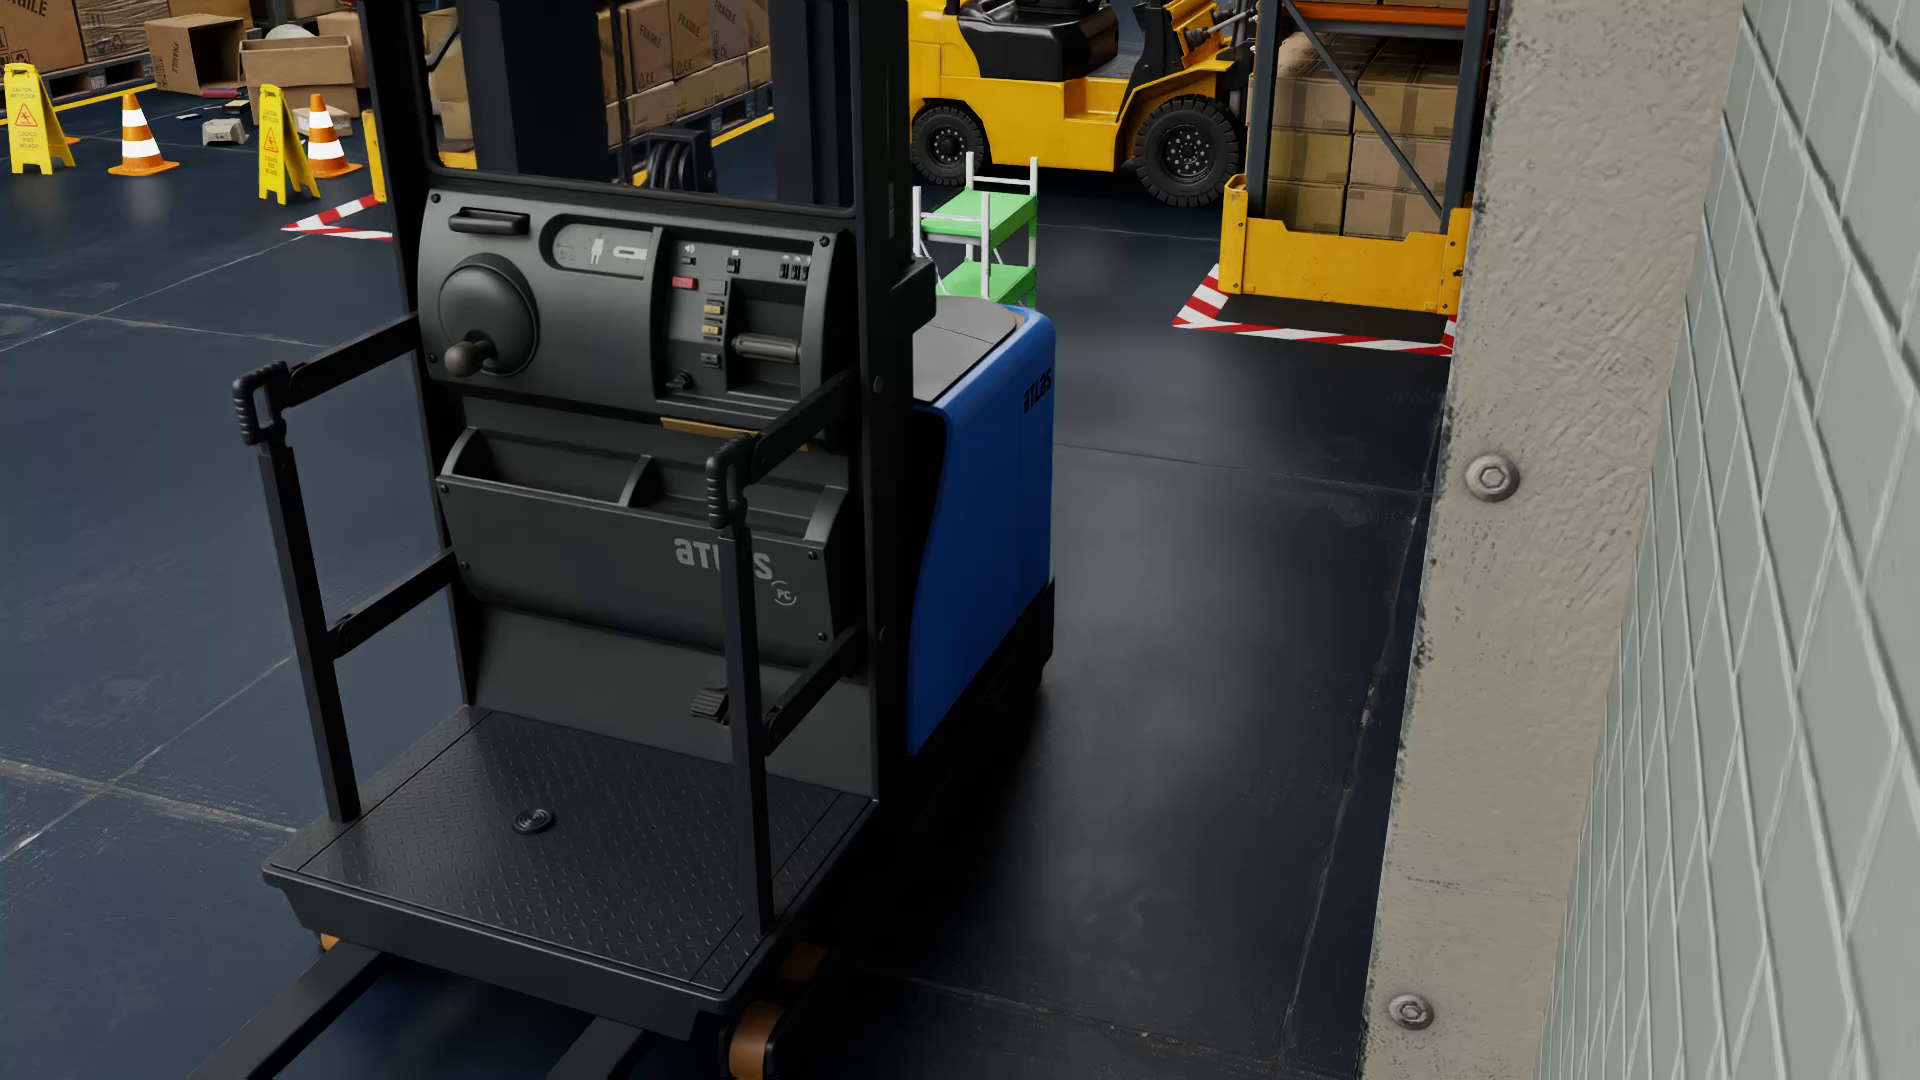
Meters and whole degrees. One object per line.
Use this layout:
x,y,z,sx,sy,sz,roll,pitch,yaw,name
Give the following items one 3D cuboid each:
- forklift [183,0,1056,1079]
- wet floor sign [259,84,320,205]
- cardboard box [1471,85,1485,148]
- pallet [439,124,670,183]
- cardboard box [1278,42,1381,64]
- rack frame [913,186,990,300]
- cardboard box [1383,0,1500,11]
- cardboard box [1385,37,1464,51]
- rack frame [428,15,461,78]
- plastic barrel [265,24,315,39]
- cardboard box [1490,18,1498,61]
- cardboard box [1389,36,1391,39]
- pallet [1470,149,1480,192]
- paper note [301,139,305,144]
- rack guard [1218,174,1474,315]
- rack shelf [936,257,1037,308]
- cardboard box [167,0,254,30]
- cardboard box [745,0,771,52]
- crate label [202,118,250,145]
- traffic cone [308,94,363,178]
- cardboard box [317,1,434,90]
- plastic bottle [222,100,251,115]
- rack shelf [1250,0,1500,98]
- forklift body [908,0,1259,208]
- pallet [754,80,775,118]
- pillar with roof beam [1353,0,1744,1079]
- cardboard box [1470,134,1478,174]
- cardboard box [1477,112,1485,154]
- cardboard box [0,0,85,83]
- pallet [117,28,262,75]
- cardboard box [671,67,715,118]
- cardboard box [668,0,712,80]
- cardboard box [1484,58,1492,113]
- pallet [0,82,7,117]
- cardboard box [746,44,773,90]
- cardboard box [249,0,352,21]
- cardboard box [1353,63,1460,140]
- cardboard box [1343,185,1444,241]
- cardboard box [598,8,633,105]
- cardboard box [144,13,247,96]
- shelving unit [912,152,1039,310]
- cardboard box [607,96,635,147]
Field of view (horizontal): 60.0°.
-0.749,-0.438,3.108,1.130,2.935,3.031,10,28,19,forklift
-3.902,-2.286,9.546,0.267,0.644,0.232,20,32,35,wet floor sign
2.544,-2.307,8.989,0.500,0.250,0.500,9,27,19,cardboard box
-2.501,-2.373,10.225,1.003,0.211,1.213,9,27,17,pallet
1.876,-2.396,8.600,0.500,0.250,0.500,9,27,18,cardboard box
-0.026,-0.508,5.238,0.240,1.200,0.015,9,27,17,rack frame
2.279,-2.758,7.706,0.500,0.500,0.500,10,27,19,cardboard box
2.530,-2.531,8.878,0.500,0.250,0.500,9,27,17,cardboard box
-2.830,-3.268,8.874,1.000,3.000,0.127,9,27,17,rack frame
-5.131,-3.740,12.805,0.421,0.421,0.512,-14,29,-27,plastic barrel
2.867,-2.948,9.740,0.500,0.250,0.500,9,27,18,cardboard box
2.210,-2.812,9.459,0.500,0.250,0.500,8,27,16,cardboard box
2.475,-2.115,9.692,1.003,0.211,1.213,9,27,17,pallet
-4.392,-2.609,10.920,0.148,0.019,0.142,0,26,-1,paper note
1.844,-1.415,7.915,1.175,0.500,0.348,9,27,17,rack guard
0.055,-0.767,5.369,0.258,0.148,0.480,9,27,17,rack shelf
-6.475,-4.573,13.525,0.875,0.875,0.875,9,27,18,cardboard box
-1.610,-3.710,11.599,0.500,0.500,0.500,9,27,18,cardboard box
-4.860,-2.697,10.979,0.250,0.136,0.298,-5,26,-9,crate label
-3.903,-2.490,10.178,0.336,0.463,0.334,9,27,17,traffic cone
-4.329,-3.680,12.434,0.797,0.637,0.503,9,27,17,cardboard box
-5.165,-3.106,11.911,0.133,0.061,0.283,0,26,-1,plastic bottle
2.518,-3.048,9.245,1.077,0.370,4.000,9,27,17,rack shelf
0.763,-3.212,9.732,2.313,2.155,1.214,9,27,17,forklift body
-1.689,-3.376,12.296,1.003,0.211,1.213,9,27,17,pallet
-3.122,-3.564,2.601,9.100,9.000,0.400,9,27,17,pillar with roof beam
2.552,-2.088,9.111,0.500,0.250,0.500,8,27,17,cardboard box
2.877,-2.502,9.965,0.500,0.250,0.500,9,27,18,cardboard box
-7.077,-3.827,11.985,0.875,0.875,0.875,8,27,17,cardboard box
-6.527,-4.032,13.652,1.003,0.211,1.213,9,27,17,pallet
-1.954,-2.946,10.882,0.500,0.250,0.500,11,28,21,cardboard box
-1.949,-3.279,10.709,0.500,0.500,0.500,9,27,18,cardboard box
2.889,-2.719,9.839,0.500,0.250,0.500,9,27,17,cardboard box
-7.339,-3.029,11.581,1.003,0.211,1.213,9,27,17,pallet
-1.610,-3.361,11.740,0.500,0.250,0.500,8,27,16,cardboard box
-6.078,-5.033,14.619,1.050,0.750,0.750,9,27,17,cardboard box
2.191,-2.121,8.032,0.500,0.250,0.500,8,27,17,cardboard box
2.200,-1.675,8.257,0.500,0.250,0.500,9,27,18,cardboard box
-2.293,-2.858,9.841,0.500,0.500,0.500,8,27,16,cardboard box
-5.749,-3.678,12.585,0.500,0.500,0.500,14,29,26,cardboard box
0.055,-0.608,5.445,0.258,1.200,0.503,9,27,17,shelving unit
-2.301,-2.511,9.984,0.500,0.250,0.500,9,27,17,cardboard box
